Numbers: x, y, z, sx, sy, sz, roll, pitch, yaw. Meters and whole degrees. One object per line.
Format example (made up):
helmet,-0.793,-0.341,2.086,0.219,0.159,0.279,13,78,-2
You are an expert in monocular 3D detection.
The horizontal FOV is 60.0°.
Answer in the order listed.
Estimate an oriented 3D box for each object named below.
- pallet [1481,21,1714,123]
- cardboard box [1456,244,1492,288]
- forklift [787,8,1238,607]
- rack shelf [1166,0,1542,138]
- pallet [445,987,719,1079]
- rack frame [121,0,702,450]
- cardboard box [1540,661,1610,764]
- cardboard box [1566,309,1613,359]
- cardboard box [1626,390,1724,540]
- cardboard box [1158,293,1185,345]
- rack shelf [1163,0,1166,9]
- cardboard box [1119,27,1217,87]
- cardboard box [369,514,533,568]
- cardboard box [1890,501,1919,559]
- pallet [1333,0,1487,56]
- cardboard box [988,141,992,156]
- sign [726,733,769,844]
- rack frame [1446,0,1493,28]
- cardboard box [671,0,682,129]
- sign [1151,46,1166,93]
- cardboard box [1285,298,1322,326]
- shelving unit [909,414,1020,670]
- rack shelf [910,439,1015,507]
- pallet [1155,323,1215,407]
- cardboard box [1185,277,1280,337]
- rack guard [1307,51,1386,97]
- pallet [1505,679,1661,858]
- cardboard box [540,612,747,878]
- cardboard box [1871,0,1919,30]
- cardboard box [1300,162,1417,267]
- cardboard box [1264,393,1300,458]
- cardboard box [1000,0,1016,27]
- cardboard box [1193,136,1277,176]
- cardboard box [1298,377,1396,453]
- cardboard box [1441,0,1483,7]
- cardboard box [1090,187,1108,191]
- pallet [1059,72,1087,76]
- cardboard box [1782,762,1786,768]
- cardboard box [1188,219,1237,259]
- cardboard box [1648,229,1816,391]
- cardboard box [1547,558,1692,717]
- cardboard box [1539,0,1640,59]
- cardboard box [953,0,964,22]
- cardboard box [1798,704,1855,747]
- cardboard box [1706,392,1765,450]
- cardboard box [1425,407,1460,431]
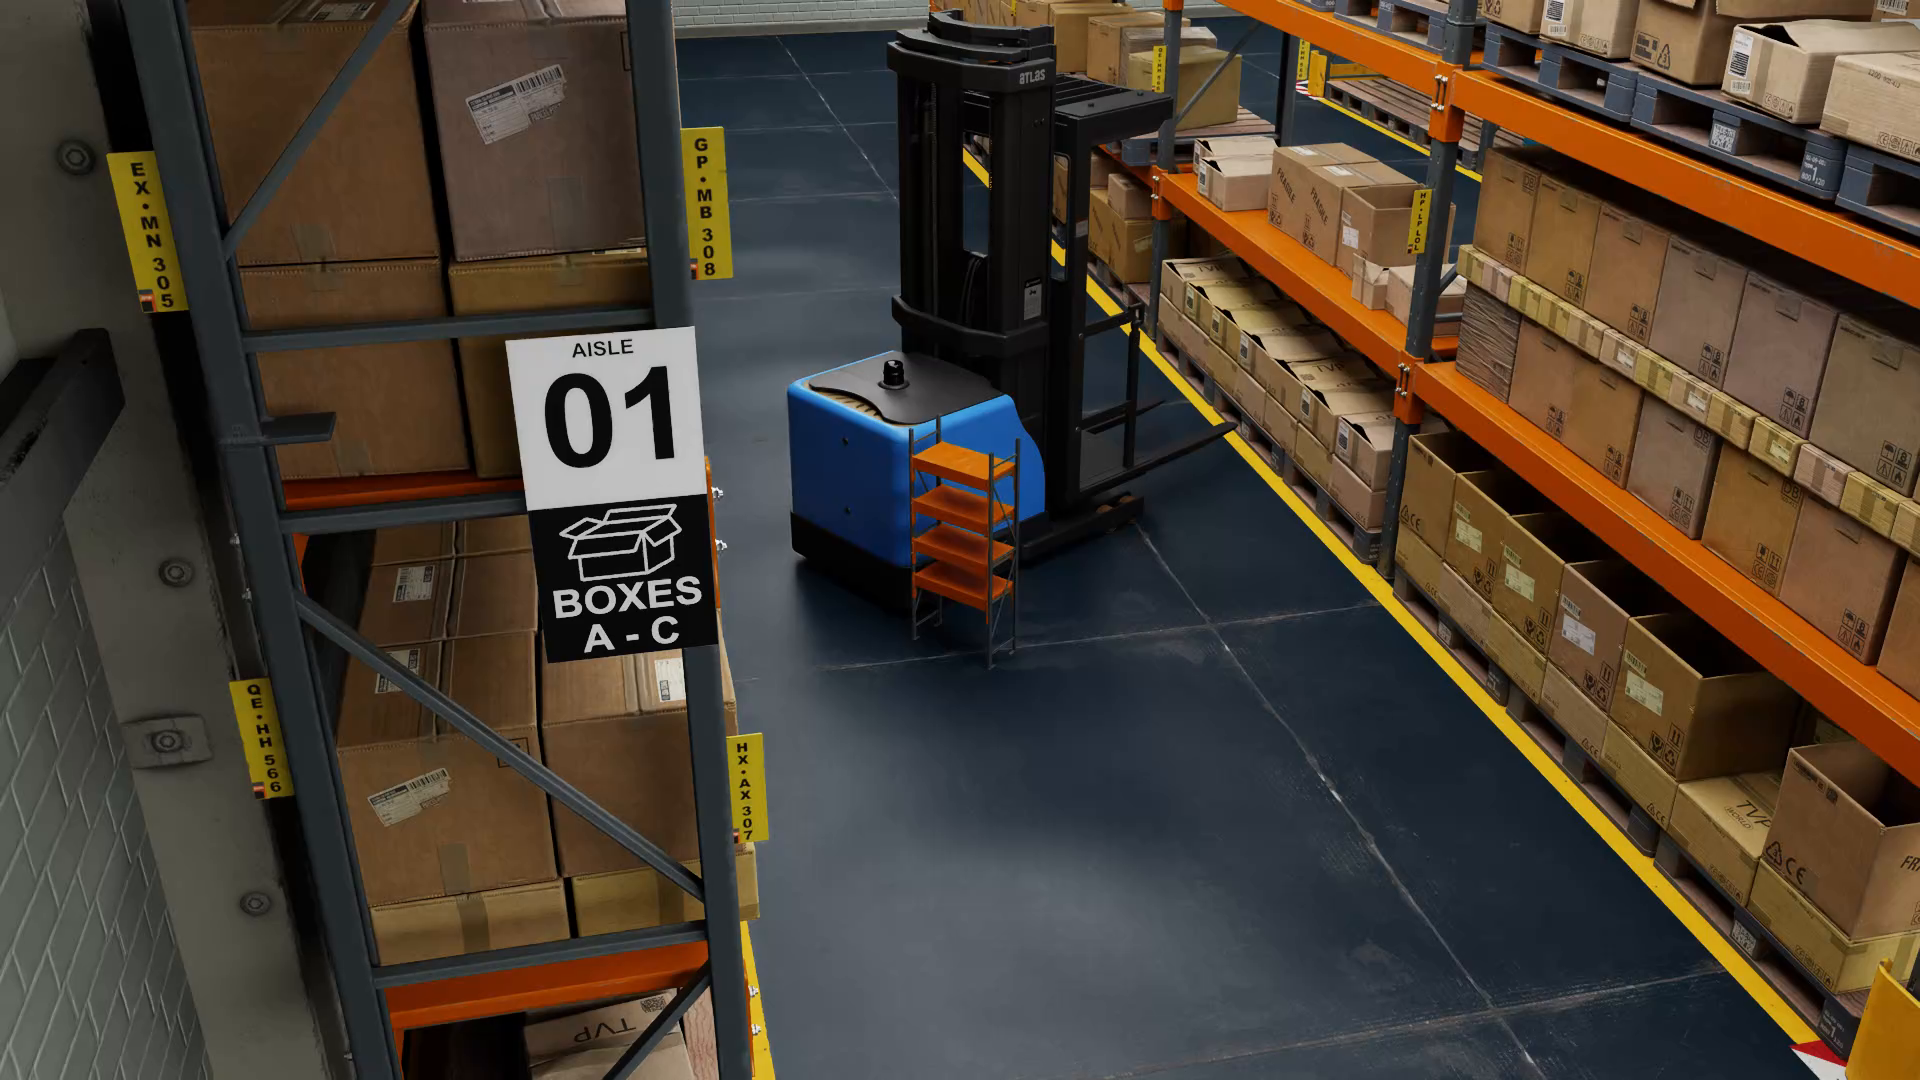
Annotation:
pallet,3.071,-2.115,7.381,1.003,0.211,1.213,-6,27,-12
cardboard box,2.725,-1.384,8.332,0.380,0.149,0.250,-6,27,-12
forklift,0.462,-1.501,9.472,3.031,2.935,1.130,-23,35,-37
rack shelf,2.403,-3.083,9.999,1.077,0.370,4.000,-6,27,-12
pallet,-1.236,1.925,5.703,1.003,0.211,1.213,-6,27,-12
rack frame,-1.071,-1.605,2.943,1.000,3.000,0.127,-6,27,-12
cardboard box,2.996,0.746,7.528,0.500,0.250,0.500,-6,27,-12
cardboard box,2.957,-0.935,7.444,0.380,0.149,0.250,-7,28,-13
cardboard box,3.311,-0.361,7.026,0.700,0.500,0.500,-5,27,-10
cardboard box,1.784,-1.644,12.263,0.500,0.250,0.500,-6,27,-12
rack shelf,1.501,-4.839,13.478,1.077,0.370,4.000,-6,27,-12
cardboard box,1.680,-3.861,13.494,0.700,0.500,0.500,-1,27,-2
cardboard box,-1.608,0.163,5.411,0.500,0.500,0.500,-7,28,-13
cardboard box,3.423,-0.029,5.647,0.380,0.149,0.250,-5,27,-10
pallet,2.642,-2.827,8.905,0.805,0.209,1.217,-7,28,-14
cardboard box,0.503,-4.003,17.027,0.380,0.149,0.250,-6,27,-12
sign,-0.542,0.632,4.209,0.100,0.325,0.005,-6,27,-12
rack frame,2.853,-3.865,7.422,1.000,3.000,0.127,-6,27,-12
cardboard box,-0.985,-1.185,4.197,0.500,0.500,0.500,-6,27,-12
sign,1.425,-3.366,11.892,0.100,0.325,0.005,-6,27,-12
cardboard box,2.544,-1.499,11.355,0.500,0.311,0.500,-6,27,-12
shelving unit,0.020,0.015,8.389,0.503,1.200,0.258,19,32,32
rack shelf,0.020,-0.336,8.212,0.480,0.148,0.258,19,32,32
pallet,2.100,-1.333,12.157,1.003,0.211,1.213,-6,27,-12
cardboard box,1.910,-1.664,11.681,0.500,0.311,0.500,-7,28,-13
rack guard,4.958,-5.850,20.785,1.175,0.500,0.348,-6,27,-12
pallet,3.270,0.948,7.638,1.003,0.211,1.213,-6,27,-12
cardboard box,-0.885,0.557,4.630,0.500,0.500,0.500,-6,27,-12
cardboard box,3.647,-1.822,5.969,0.500,0.500,0.500,-6,27,-12
cardboard box,2.465,-2.022,10.316,0.500,0.500,0.500,-6,27,-12
cardboard box,2.250,-0.747,10.486,0.500,0.250,0.500,-5,27,-10
cardboard box,0.688,-4.937,16.092,0.500,0.500,0.500,-6,27,-11
cardboard box,1.991,-2.739,11.947,0.500,0.311,0.500,-4,27,-8
cardboard box,2.359,-0.774,9.918,0.500,0.311,0.500,-5,27,-10
cardboard box,2.724,-2.918,8.574,0.500,0.250,0.500,-3,27,-6
cardboard box,1.272,-2.867,14.388,0.500,0.500,0.500,-7,28,-14
pallet,1.124,-4.252,15.058,1.003,0.211,1.213,-6,27,-12
cardboard box,3.622,0.912,7.199,0.500,0.250,0.500,-6,27,-12
cardboard box,2.128,-2.253,13.170,0.500,0.500,0.500,-5,27,-9
cardboard box,3.299,-0.956,6.764,0.700,0.500,0.500,-6,27,-12
cardboard box,2.993,0.412,7.359,0.500,0.500,0.500,-6,27,-12
cardboard box,2.832,-2.252,7.031,0.500,0.311,0.500,-7,28,-14
cardboard box,0.224,-5.832,17.864,0.500,0.500,0.500,-6,27,-12
cardboard box,3.736,0.797,6.596,0.500,0.500,0.500,-6,27,-12
cardboard box,3.190,-0.482,6.545,0.380,0.149,0.250,-5,27,-10
cardboard box,3.003,-0.604,9.581,0.500,0.311,0.500,-6,27,-11
